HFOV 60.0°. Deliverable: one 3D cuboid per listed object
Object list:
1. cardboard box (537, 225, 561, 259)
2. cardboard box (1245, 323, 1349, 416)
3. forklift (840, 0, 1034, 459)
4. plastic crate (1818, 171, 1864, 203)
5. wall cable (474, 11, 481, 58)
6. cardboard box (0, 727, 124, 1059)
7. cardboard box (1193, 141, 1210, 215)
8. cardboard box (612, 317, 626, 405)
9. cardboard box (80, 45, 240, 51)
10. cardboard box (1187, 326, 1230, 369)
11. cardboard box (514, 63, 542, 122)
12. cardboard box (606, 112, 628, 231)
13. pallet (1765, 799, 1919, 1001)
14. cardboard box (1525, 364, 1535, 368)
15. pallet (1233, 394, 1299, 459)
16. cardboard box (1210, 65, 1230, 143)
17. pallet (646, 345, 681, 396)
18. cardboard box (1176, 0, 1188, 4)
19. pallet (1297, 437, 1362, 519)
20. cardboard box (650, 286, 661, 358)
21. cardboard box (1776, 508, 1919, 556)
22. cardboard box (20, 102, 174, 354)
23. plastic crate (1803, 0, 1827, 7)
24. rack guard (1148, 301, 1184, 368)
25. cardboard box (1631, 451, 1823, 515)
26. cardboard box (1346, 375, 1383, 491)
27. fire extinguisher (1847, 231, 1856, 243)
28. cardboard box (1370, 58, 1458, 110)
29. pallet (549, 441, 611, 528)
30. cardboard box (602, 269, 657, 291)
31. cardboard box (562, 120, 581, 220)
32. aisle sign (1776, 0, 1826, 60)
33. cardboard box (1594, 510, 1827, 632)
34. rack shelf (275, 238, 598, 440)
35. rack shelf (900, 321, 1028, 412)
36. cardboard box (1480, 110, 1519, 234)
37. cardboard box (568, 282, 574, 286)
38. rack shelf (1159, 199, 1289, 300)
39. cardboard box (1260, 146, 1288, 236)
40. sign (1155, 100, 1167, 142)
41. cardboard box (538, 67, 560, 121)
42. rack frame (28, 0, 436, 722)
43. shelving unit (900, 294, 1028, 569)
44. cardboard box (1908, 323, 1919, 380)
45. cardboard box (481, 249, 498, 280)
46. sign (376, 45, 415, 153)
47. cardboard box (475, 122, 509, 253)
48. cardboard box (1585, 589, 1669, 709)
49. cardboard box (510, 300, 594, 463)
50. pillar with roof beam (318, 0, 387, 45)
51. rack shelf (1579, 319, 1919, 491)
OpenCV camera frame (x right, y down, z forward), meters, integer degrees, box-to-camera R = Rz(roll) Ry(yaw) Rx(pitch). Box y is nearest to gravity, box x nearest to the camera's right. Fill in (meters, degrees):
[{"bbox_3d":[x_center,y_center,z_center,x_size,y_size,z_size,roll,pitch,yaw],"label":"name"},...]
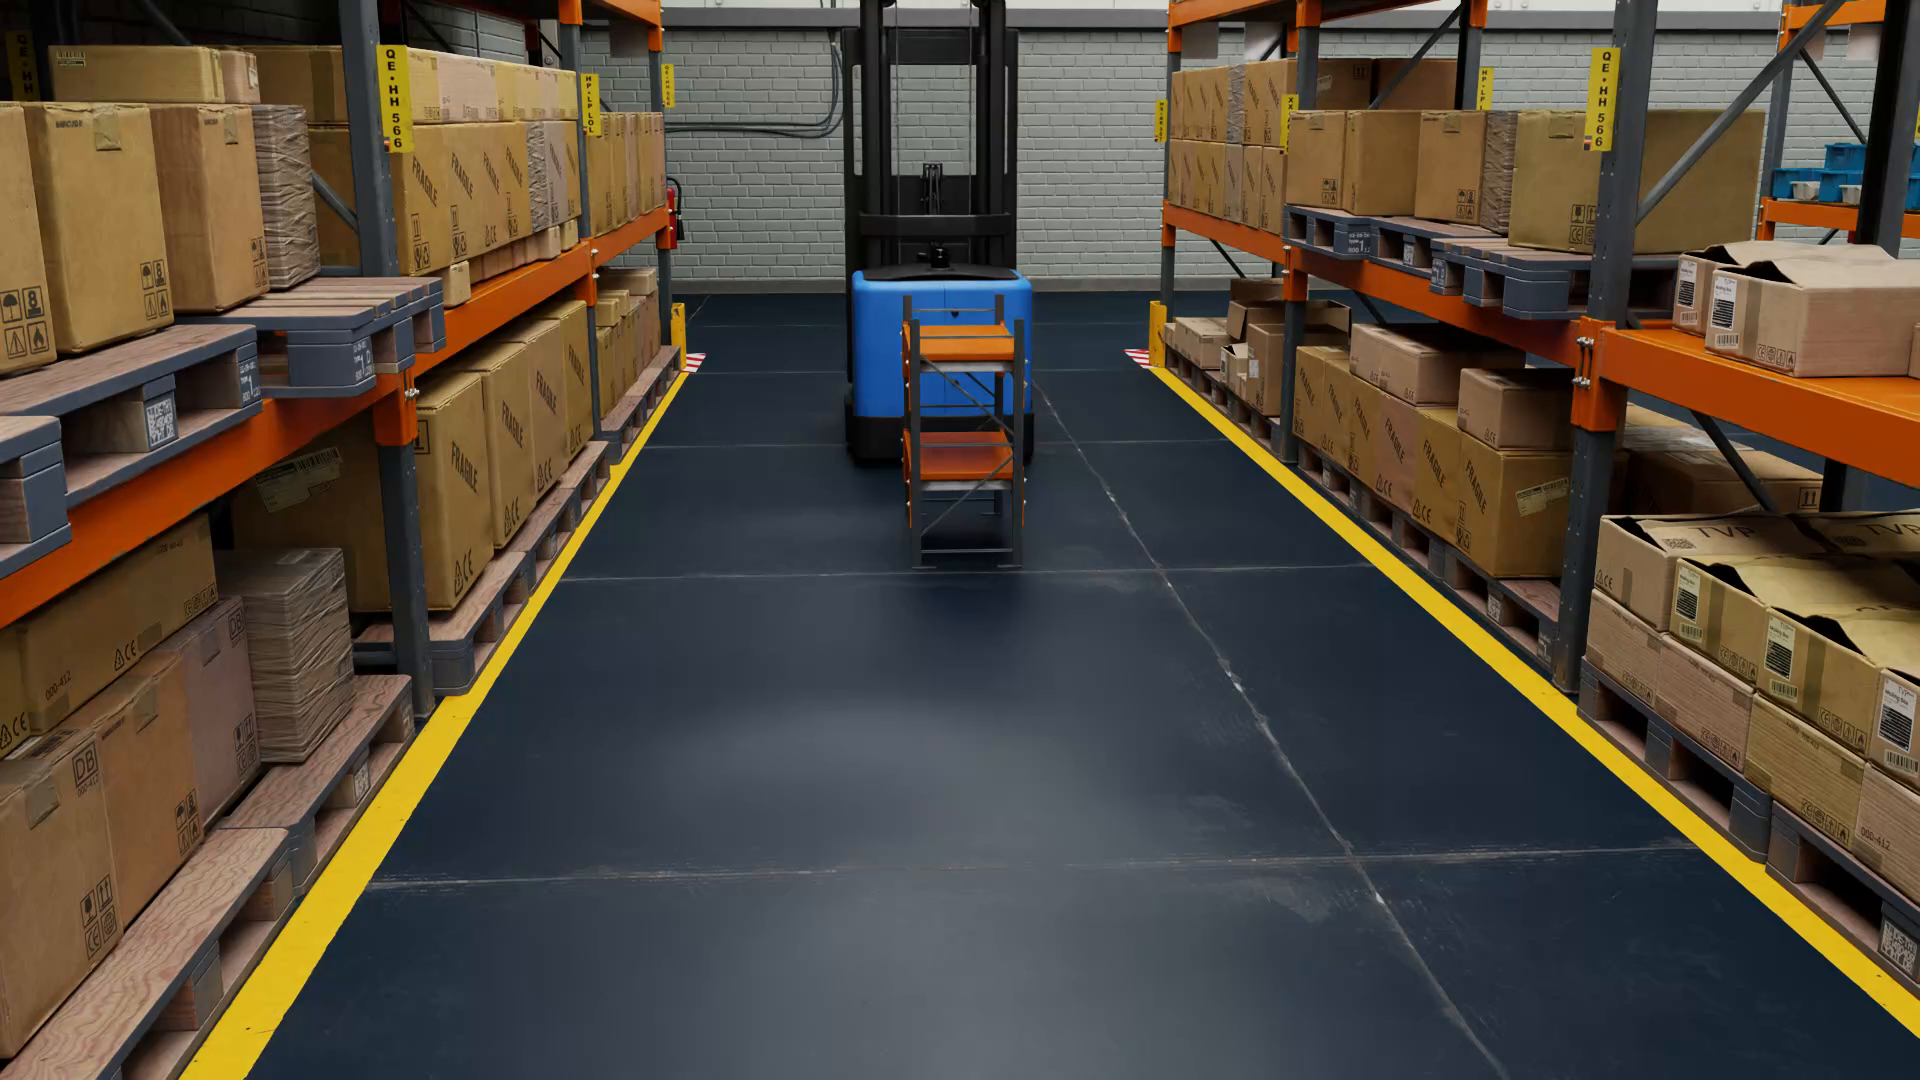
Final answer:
[{"bbox_3d":[-2.168,-1.456,8.131,0.380,0.149,0.250,-1,14,-3],"label":"cardboard box"},{"bbox_3d":[2.069,-1.058,10.250,0.500,0.500,0.500,-1,14,-3],"label":"cardboard box"},{"bbox_3d":[-0.205,-2.204,10.711,1.130,2.935,3.031,-1,14,-4],"label":"forklift"},{"bbox_3d":[6.811,-2.706,12.739,0.416,0.233,0.300,-1,14,-3],"label":"plastic crate"},{"bbox_3d":[-3.828,-3.631,14.080,0.084,1.984,1.851,-1,14,-3],"label":"wall cable"},{"bbox_3d":[-2.197,0.709,3.386,0.700,0.500,0.500,-1,14,-3],"label":"cardboard box"},{"bbox_3d":[1.969,-2.593,11.886,0.500,0.500,0.500,-1,14,-4],"label":"cardboard box"},{"bbox_3d":[-2.529,-1.146,10.633,0.700,0.500,0.500,-1,14,-4],"label":"cardboard box"},{"bbox_3d":[-2.596,-1.520,5.570,0.500,0.250,0.500,0,14,-2],"label":"cardboard box"},{"bbox_3d":[1.952,-1.406,12.105,0.500,0.250,0.500,-1,14,-3],"label":"cardboard box"},{"bbox_3d":[-2.219,-2.039,7.590,0.500,0.250,0.500,-1,14,-2],"label":"cardboard box"},{"bbox_3d":[-2.614,-2.302,10.353,0.980,0.700,0.700,-1,14,-5],"label":"cardboard box"},{"bbox_3d":[2.720,0.936,3.967,1.003,0.211,1.213,-1,14,-3],"label":"pallet"},{"bbox_3d":[2.726,-0.679,8.779,0.500,0.500,0.500,-1,14,-3],"label":"cardboard box"},{"bbox_3d":[2.346,-0.738,10.471,1.003,0.211,1.213,-1,14,-3],"label":"pallet"},{"bbox_3d":[2.002,-2.950,11.265,0.500,0.500,0.500,-1,14,-4],"label":"cardboard box"},{"bbox_3d":[-2.677,-1.287,12.605,1.003,0.211,1.213,-1,14,-3],"label":"pallet"},{"bbox_3d":[1.917,-4.161,12.460,0.500,0.250,0.500,-1,14,-3],"label":"cardboard box"},{"bbox_3d":[2.475,-0.365,9.024,1.003,0.211,1.213,-1,14,-3],"label":"pallet"},{"bbox_3d":[-2.661,-1.655,12.614,0.700,0.500,0.500,-1,14,-3],"label":"cardboard box"},{"bbox_3d":[2.913,0.060,5.323,0.500,0.311,0.500,-1,14,-2],"label":"cardboard box"},{"bbox_3d":[-2.171,-0.681,3.569,0.700,0.500,0.500,-1,14,-3],"label":"cardboard box"},{"bbox_3d":[6.829,-4.277,12.874,0.497,0.269,0.590,-1,14,-3],"label":"plastic crate"},{"bbox_3d":[2.144,-1.683,13.564,1.175,0.500,0.348,-1,14,-3],"label":"rack guard"},{"bbox_3d":[2.892,-0.043,6.307,0.500,0.500,0.500,0,14,-1],"label":"cardboard box"},{"bbox_3d":[2.241,-0.539,8.236,0.500,0.500,0.500,-1,14,-3],"label":"cardboard box"},{"bbox_3d":[7.528,-2.815,13.849,0.296,0.674,0.183,-1,14,-3],"label":"fire extinguisher"},{"bbox_3d":[2.639,-2.572,9.795,0.500,0.500,0.500,-1,14,-2],"label":"cardboard box"},{"bbox_3d":[-2.434,-0.299,8.765,1.003,0.211,1.213,-1,14,-3],"label":"pallet"},{"bbox_3d":[-2.472,-1.940,12.420,0.380,0.149,0.250,-1,14,-4],"label":"cardboard box"},{"bbox_3d":[-2.277,-1.932,8.676,0.500,0.500,0.500,-1,14,-4],"label":"cardboard box"},{"bbox_3d":[6.782,-4.260,13.348,0.394,0.787,0.004,-1,14,-3],"label":"aisle sign"},{"bbox_3d":[2.374,0.069,5.290,0.500,0.311,0.500,0,14,-2],"label":"cardboard box"},{"bbox_3d":[-2.433,-0.995,7.316,1.077,0.370,4.000,-1,14,-3],"label":"rack shelf"},{"bbox_3d":[0.000,-0.830,7.820,0.538,0.278,1.000,-1,14,-3],"label":"rack shelf"},{"bbox_3d":[2.617,-1.560,7.026,0.700,0.500,0.500,2,15,7],"label":"cardboard box"},{"bbox_3d":[-2.788,-1.682,11.417,0.380,0.149,0.250,-1,14,-3],"label":"cardboard box"},{"bbox_3d":[2.263,-2.067,11.483,1.077,0.370,4.000,-1,14,-3],"label":"rack shelf"},{"bbox_3d":[2.100,-2.087,9.915,0.500,0.500,0.500,-1,14,-3],"label":"cardboard box"},{"bbox_3d":[1.598,-3.323,13.186,0.100,0.325,0.005,-1,14,-3],"label":"sign"},{"bbox_3d":[-2.251,-2.166,8.083,0.500,0.250,0.500,-1,14,-2],"label":"cardboard box"},{"bbox_3d":[-2.309,-0.846,5.293,1.000,3.000,0.127,-1,14,-3],"label":"rack frame"},{"bbox_3d":[0.000,-0.546,7.893,0.538,1.125,1.048,-1,14,-3],"label":"shelving unit"},{"bbox_3d":[2.770,-0.485,4.396,0.380,0.149,0.250,0,14,1],"label":"cardboard box"},{"bbox_3d":[-2.204,-1.200,7.136,0.380,0.149,0.250,-1,14,-3],"label":"cardboard box"},{"bbox_3d":[-1.768,-1.379,5.200,0.100,0.325,0.005,-1,14,-3],"label":"sign"},{"bbox_3d":[-2.137,-1.426,6.712,0.500,0.500,0.500,-1,14,-4],"label":"cardboard box"},{"bbox_3d":[2.374,0.340,5.360,0.500,0.250,0.500,-1,14,-4],"label":"cardboard box"},{"bbox_3d":[-2.387,-0.843,8.754,0.750,0.750,0.750,-1,14,-3],"label":"cardboard box"},{"bbox_3d":[0.833,-4.973,9.295,9.100,9.000,0.400,-1,14,-3],"label":"pillar with roof beam"},{"bbox_3d":[2.759,-0.077,3.750,1.077,0.370,4.000,-1,14,-3],"label":"rack shelf"}]
